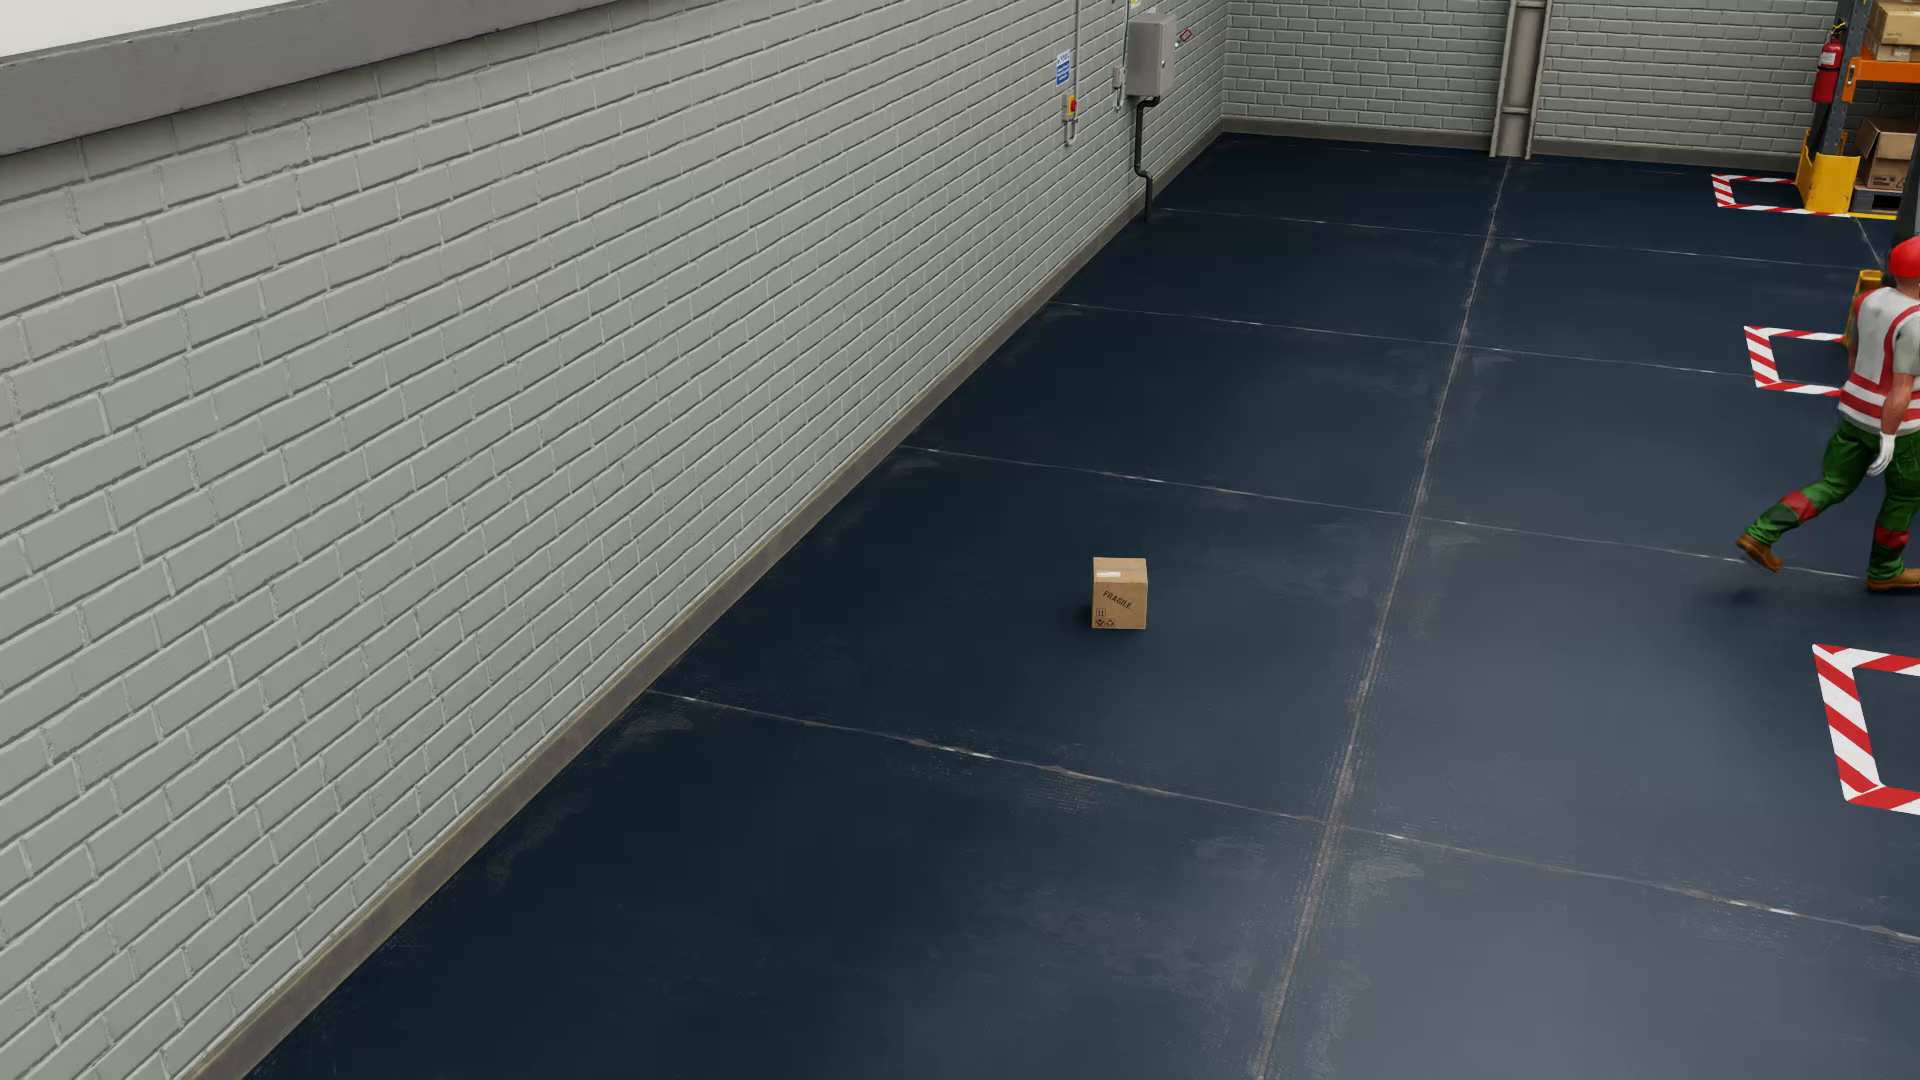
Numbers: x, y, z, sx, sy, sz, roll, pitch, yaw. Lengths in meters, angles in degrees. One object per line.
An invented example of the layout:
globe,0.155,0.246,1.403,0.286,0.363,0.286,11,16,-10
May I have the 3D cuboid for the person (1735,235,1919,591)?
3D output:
person,4.245,-0.570,7.769,0.957,1.757,0.550,-4,26,-8
